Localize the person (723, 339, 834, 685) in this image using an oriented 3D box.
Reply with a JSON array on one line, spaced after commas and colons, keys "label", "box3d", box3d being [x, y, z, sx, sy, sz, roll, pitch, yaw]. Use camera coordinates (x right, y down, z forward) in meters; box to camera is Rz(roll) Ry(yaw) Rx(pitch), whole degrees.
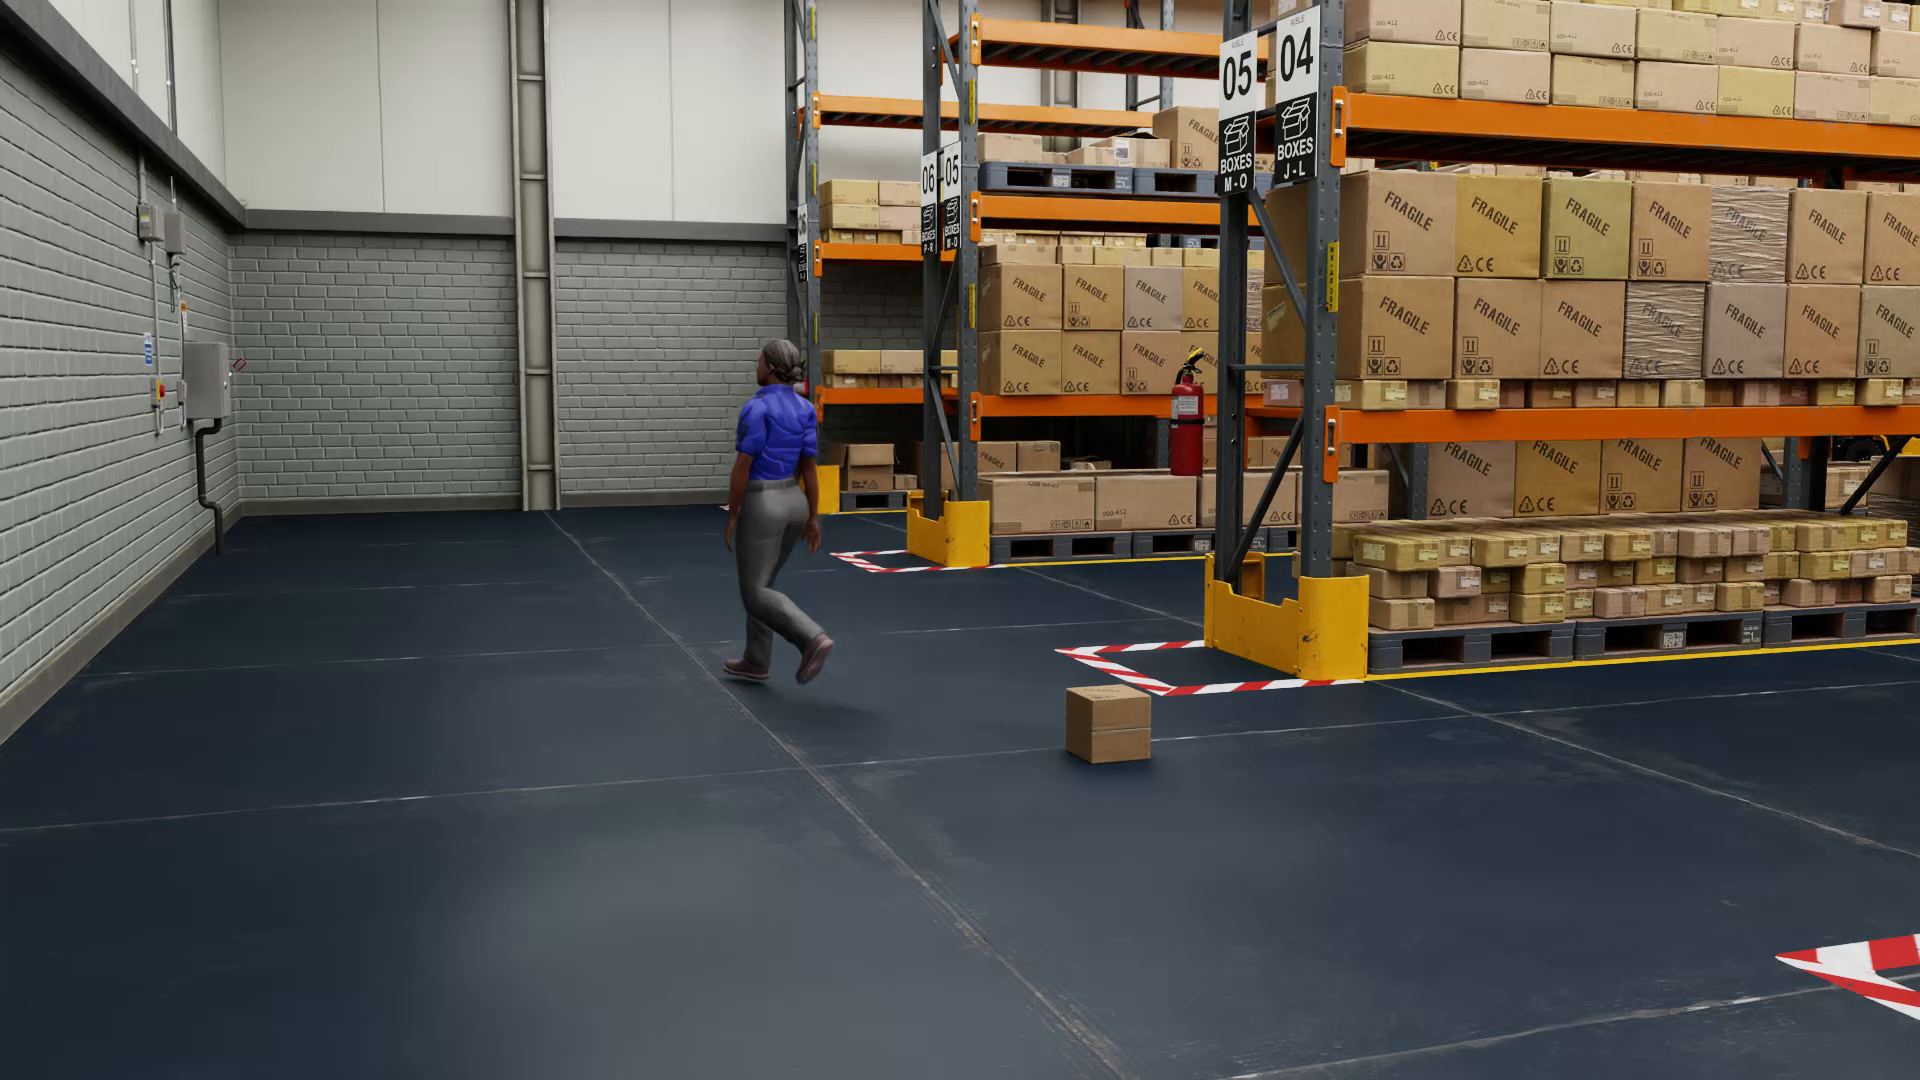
[{"label": "person", "box3d": [-0.854, -0.122, 7.714, 0.860, 1.610, 0.462, 5, 7, 37]}]
